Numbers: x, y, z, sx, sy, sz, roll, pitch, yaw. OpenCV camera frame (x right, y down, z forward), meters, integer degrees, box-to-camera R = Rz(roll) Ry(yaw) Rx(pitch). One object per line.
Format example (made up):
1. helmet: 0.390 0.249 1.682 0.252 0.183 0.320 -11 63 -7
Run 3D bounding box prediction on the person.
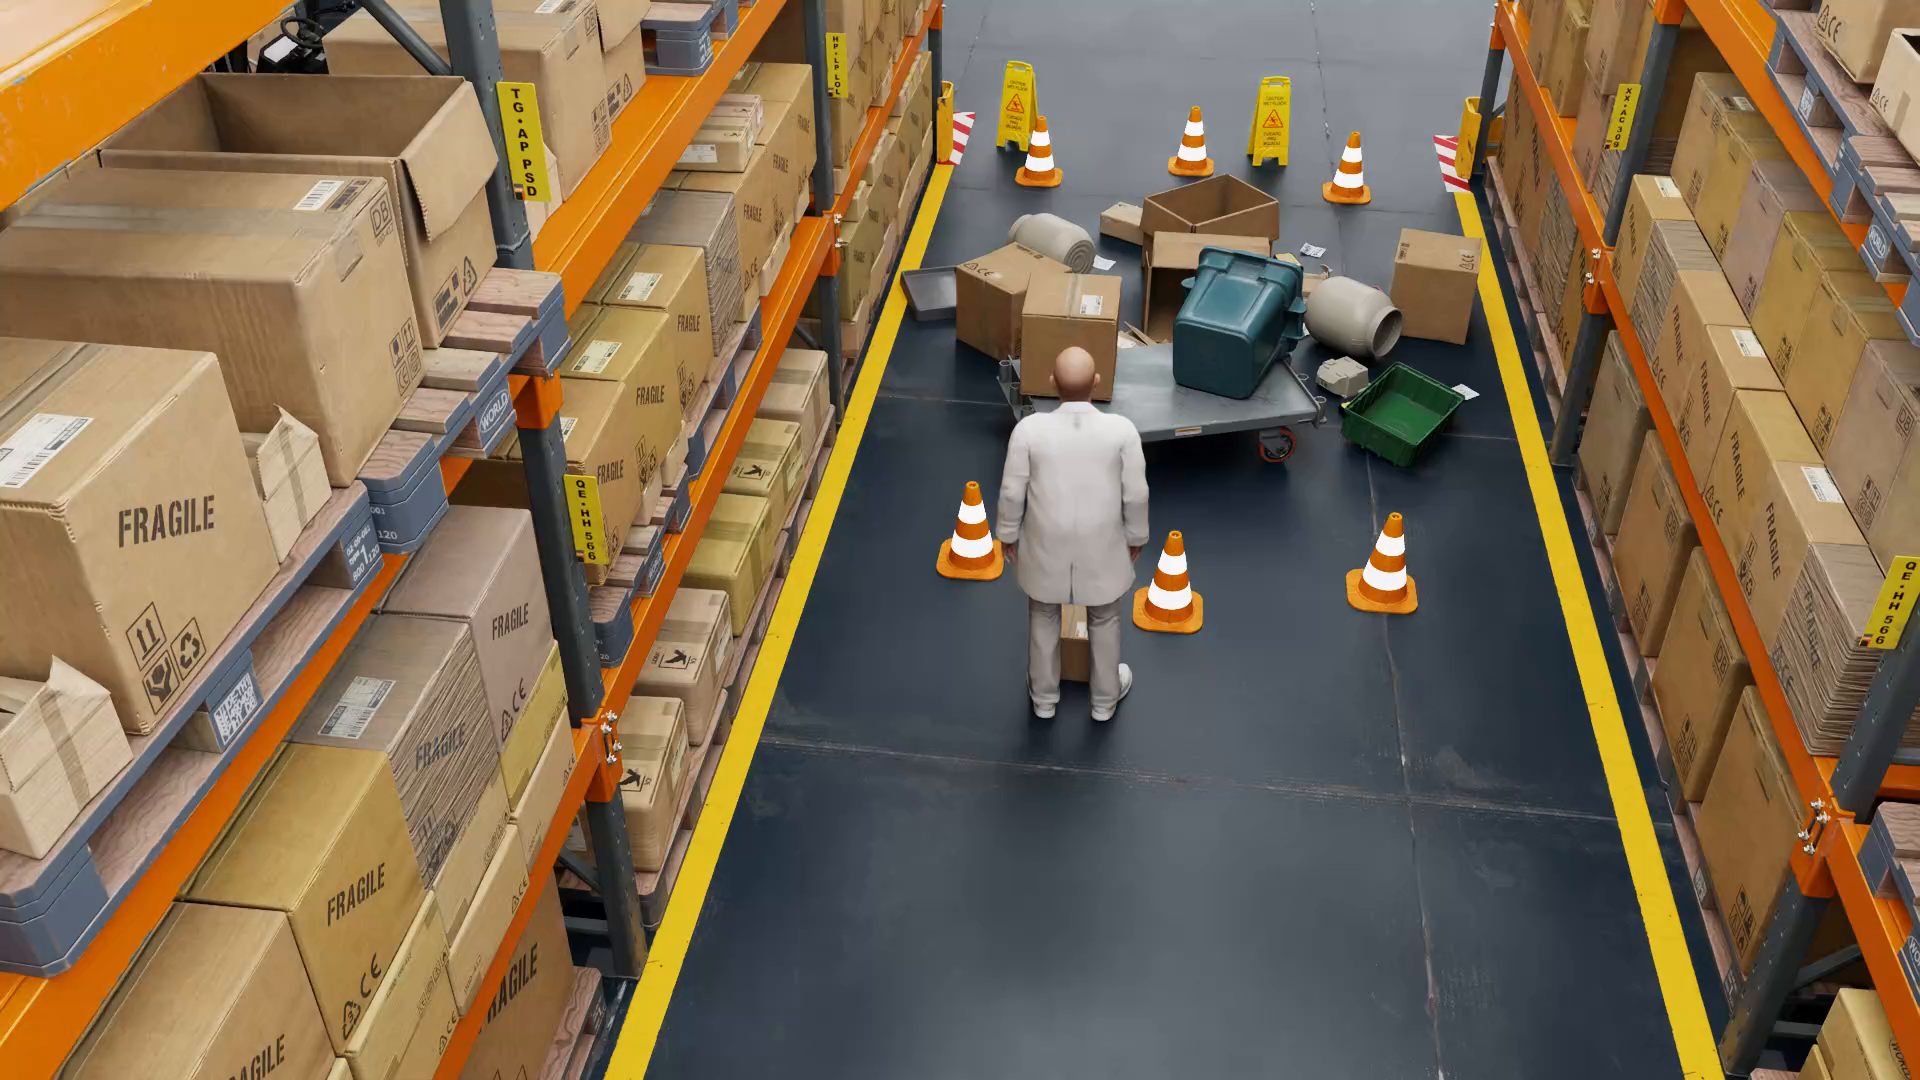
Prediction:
1. person: 0.474 -0.003 7.059 0.654 1.774 0.422 2 36 3
